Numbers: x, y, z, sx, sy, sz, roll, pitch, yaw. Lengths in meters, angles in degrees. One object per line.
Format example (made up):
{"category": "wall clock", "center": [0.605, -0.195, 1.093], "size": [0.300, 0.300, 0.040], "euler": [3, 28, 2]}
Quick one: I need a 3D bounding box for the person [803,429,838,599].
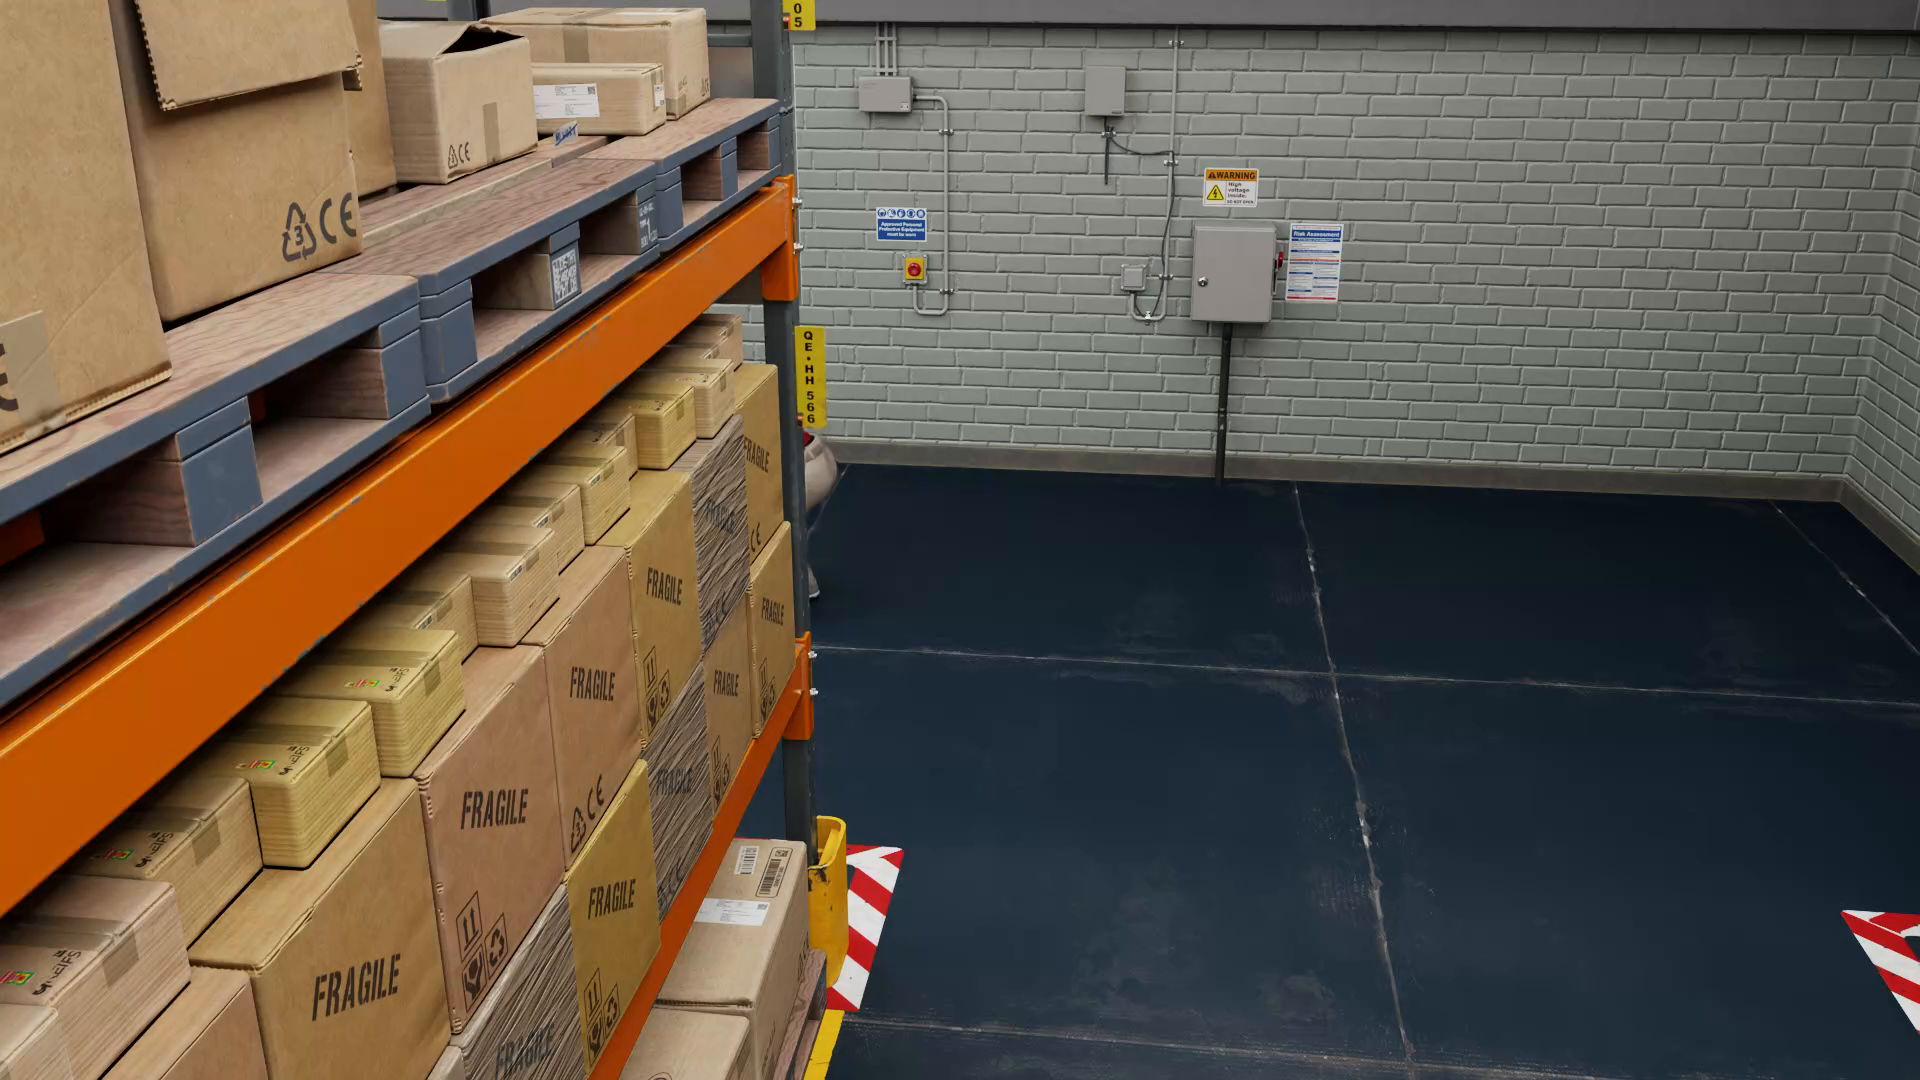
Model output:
{"category": "person", "center": [-1.127, -0.156, 8.890], "size": [0.941, 1.102, 0.511], "euler": [1, 21, 4]}
